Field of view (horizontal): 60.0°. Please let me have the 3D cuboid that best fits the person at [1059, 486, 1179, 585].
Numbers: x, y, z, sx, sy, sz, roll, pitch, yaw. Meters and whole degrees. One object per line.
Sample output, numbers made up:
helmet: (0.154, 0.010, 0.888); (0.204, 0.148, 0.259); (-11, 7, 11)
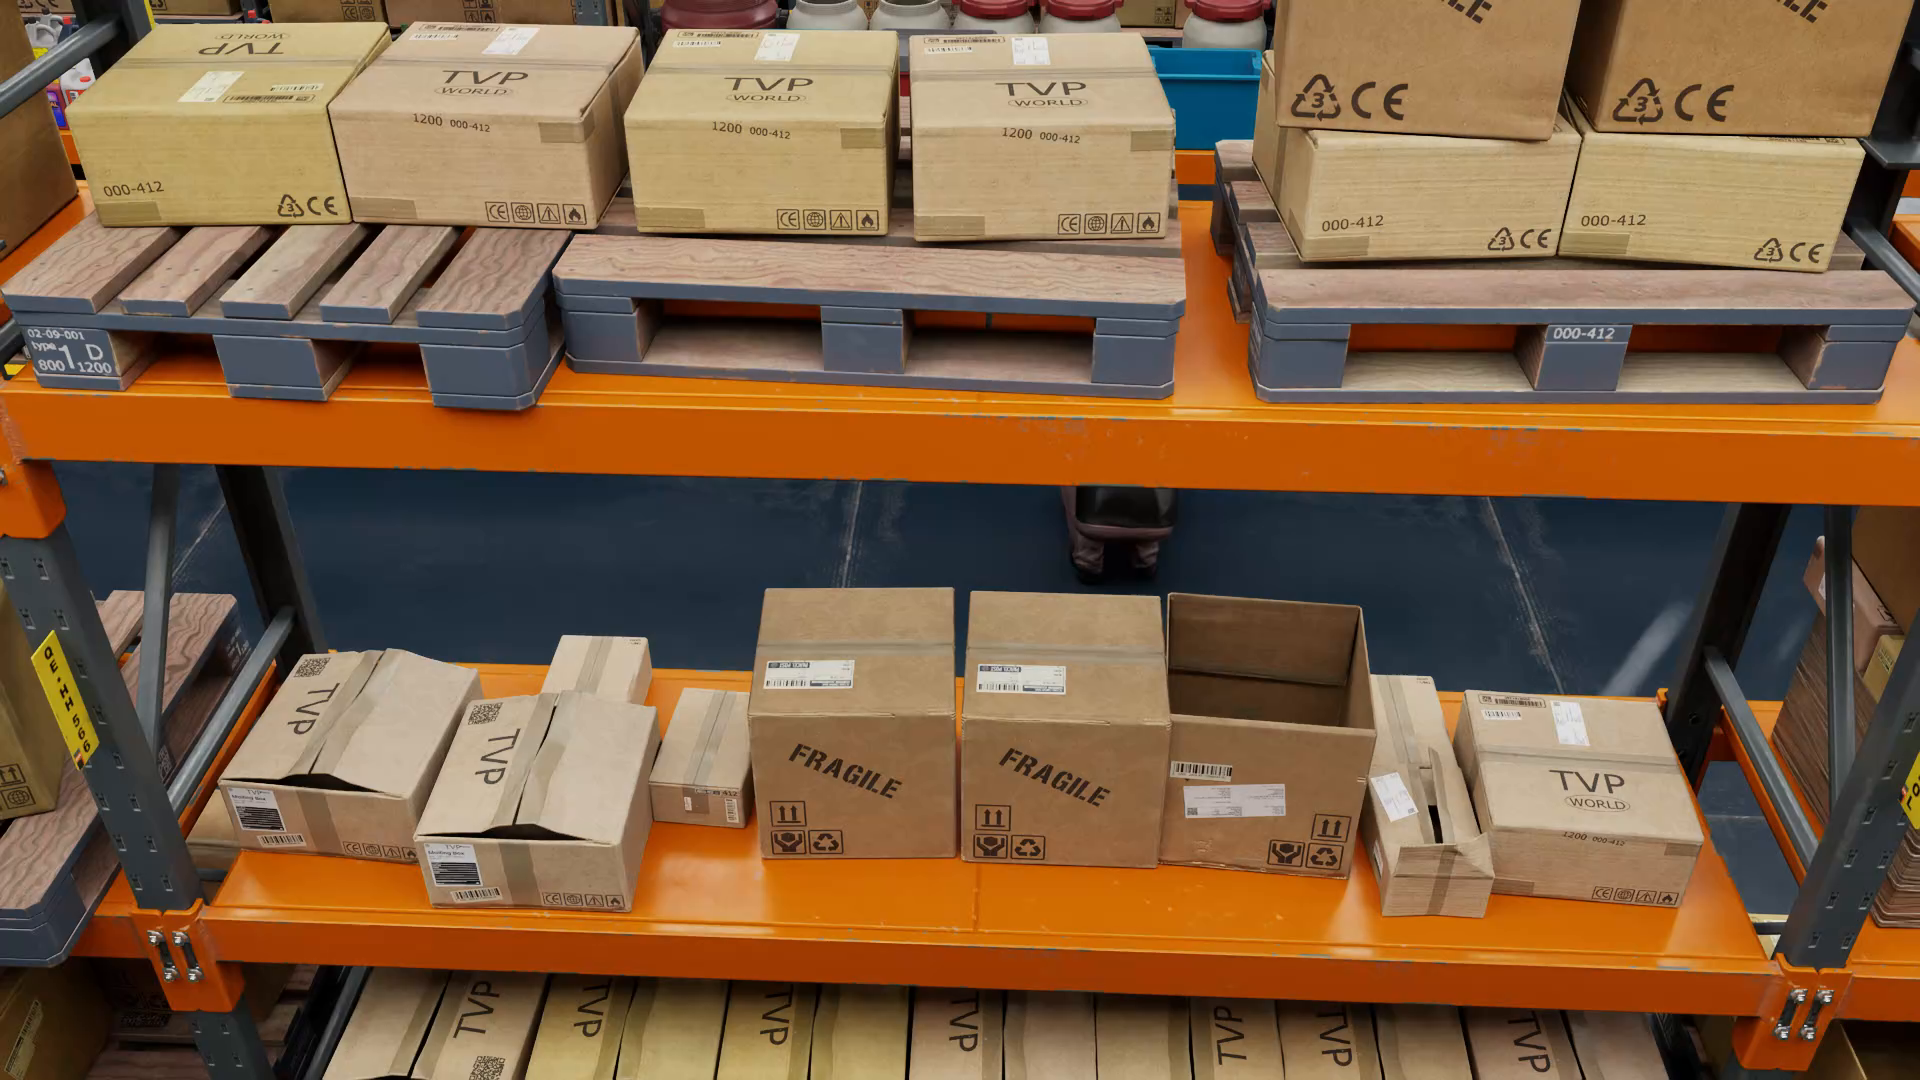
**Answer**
person: (0.699, -0.242, 7.408); (0.519, 0.825, 0.907); (1, 35, 2)
